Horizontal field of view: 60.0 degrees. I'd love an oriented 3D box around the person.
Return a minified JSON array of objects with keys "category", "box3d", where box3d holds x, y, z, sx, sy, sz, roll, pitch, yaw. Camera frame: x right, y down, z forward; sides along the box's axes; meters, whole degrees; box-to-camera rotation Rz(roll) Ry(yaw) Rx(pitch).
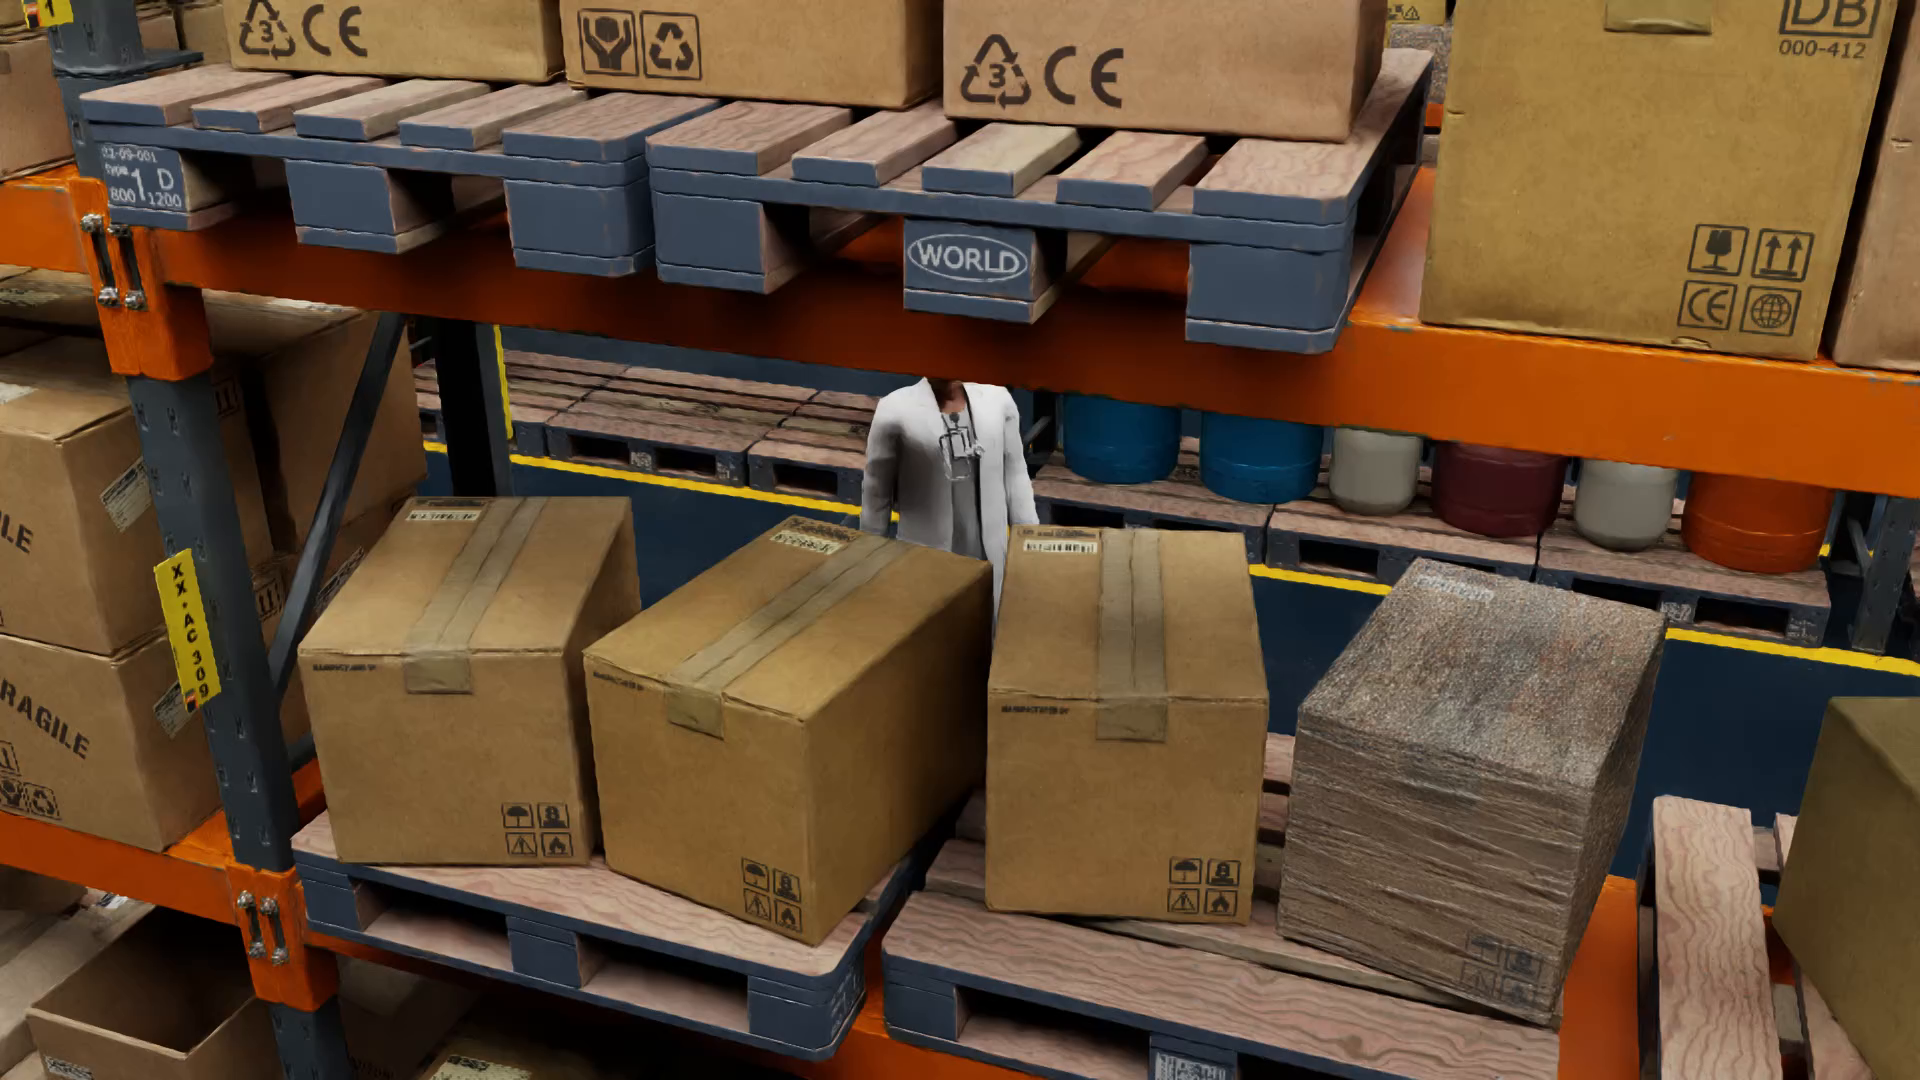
[{"category":"person","box3d":[-0.039,0.040,6.036,0.669,1.775,0.709,-11,27,-21]}]
